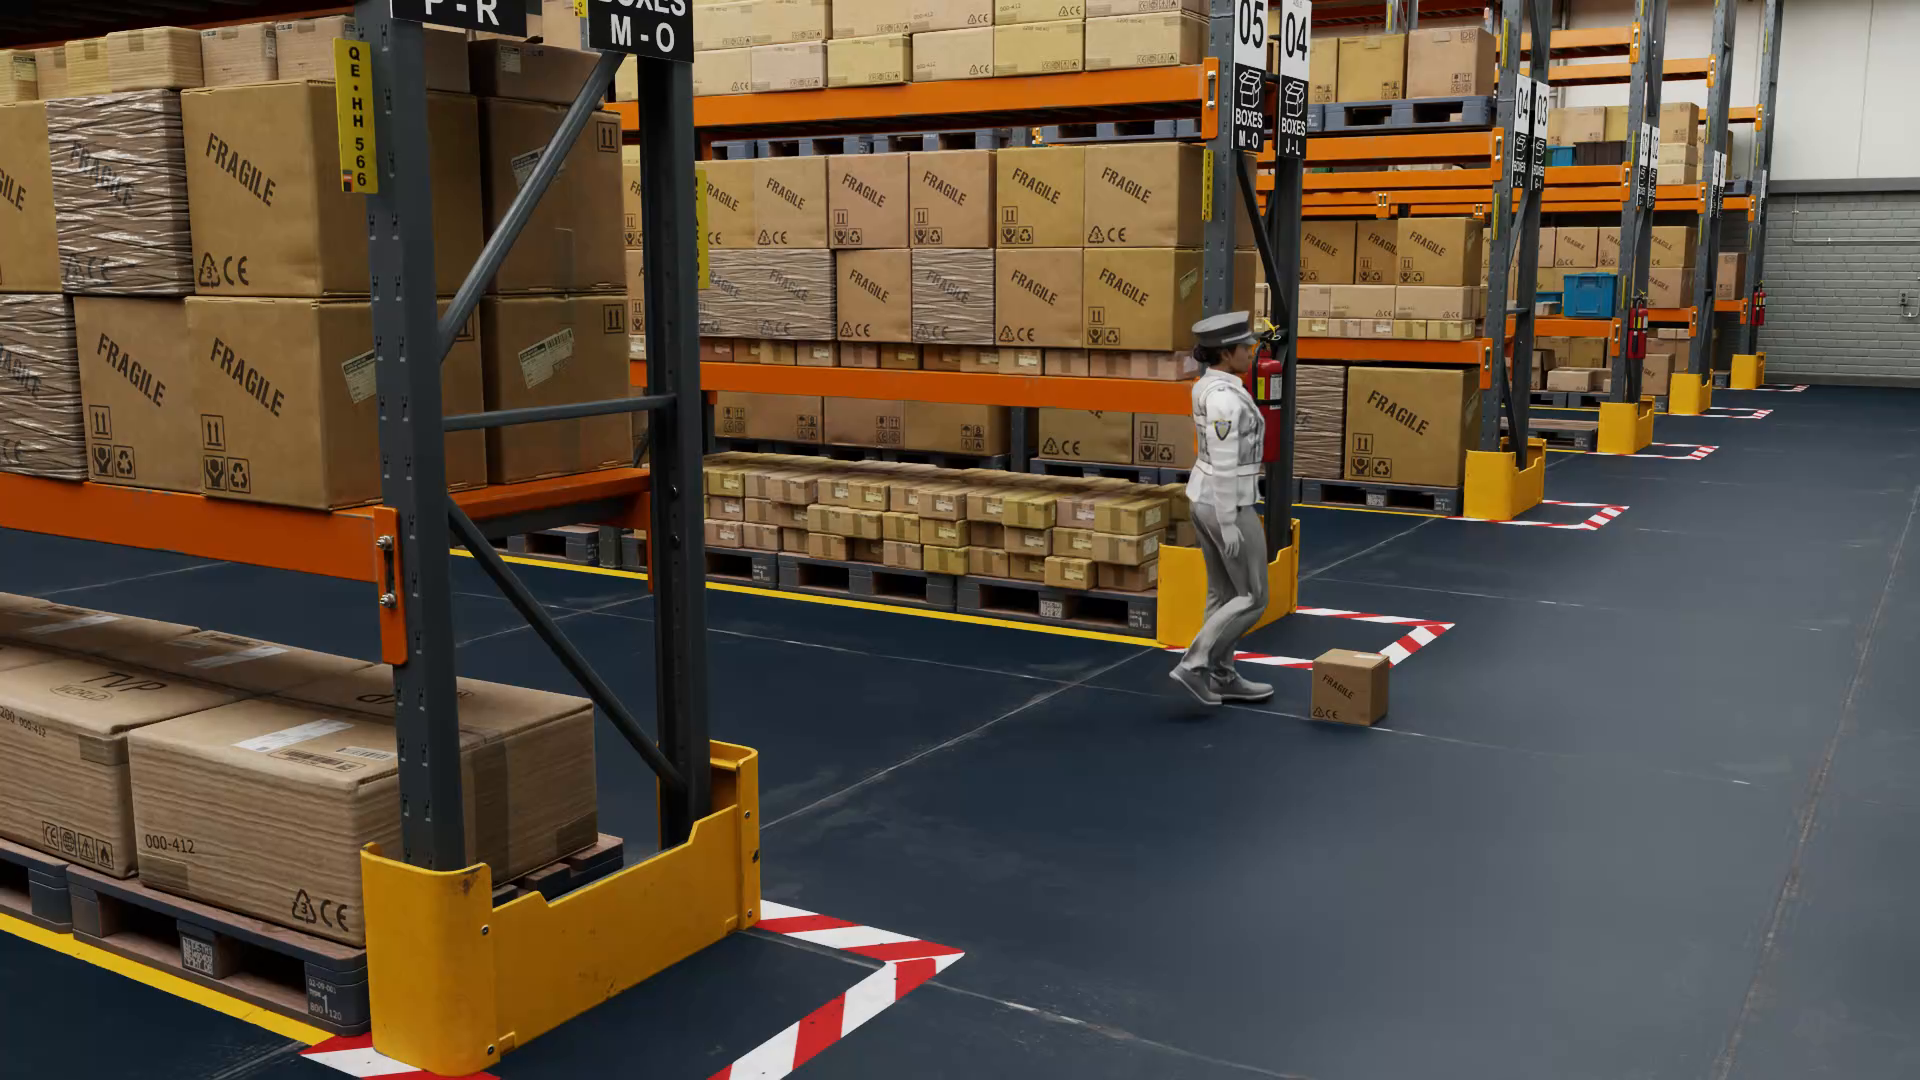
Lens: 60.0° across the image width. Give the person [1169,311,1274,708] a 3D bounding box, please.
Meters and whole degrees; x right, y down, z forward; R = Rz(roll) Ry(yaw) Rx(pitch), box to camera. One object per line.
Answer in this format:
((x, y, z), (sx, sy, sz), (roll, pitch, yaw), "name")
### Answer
((1.110, -0.126, 7.008), (0.521, 1.670, 0.497), (-1, 10, -6), "person")
